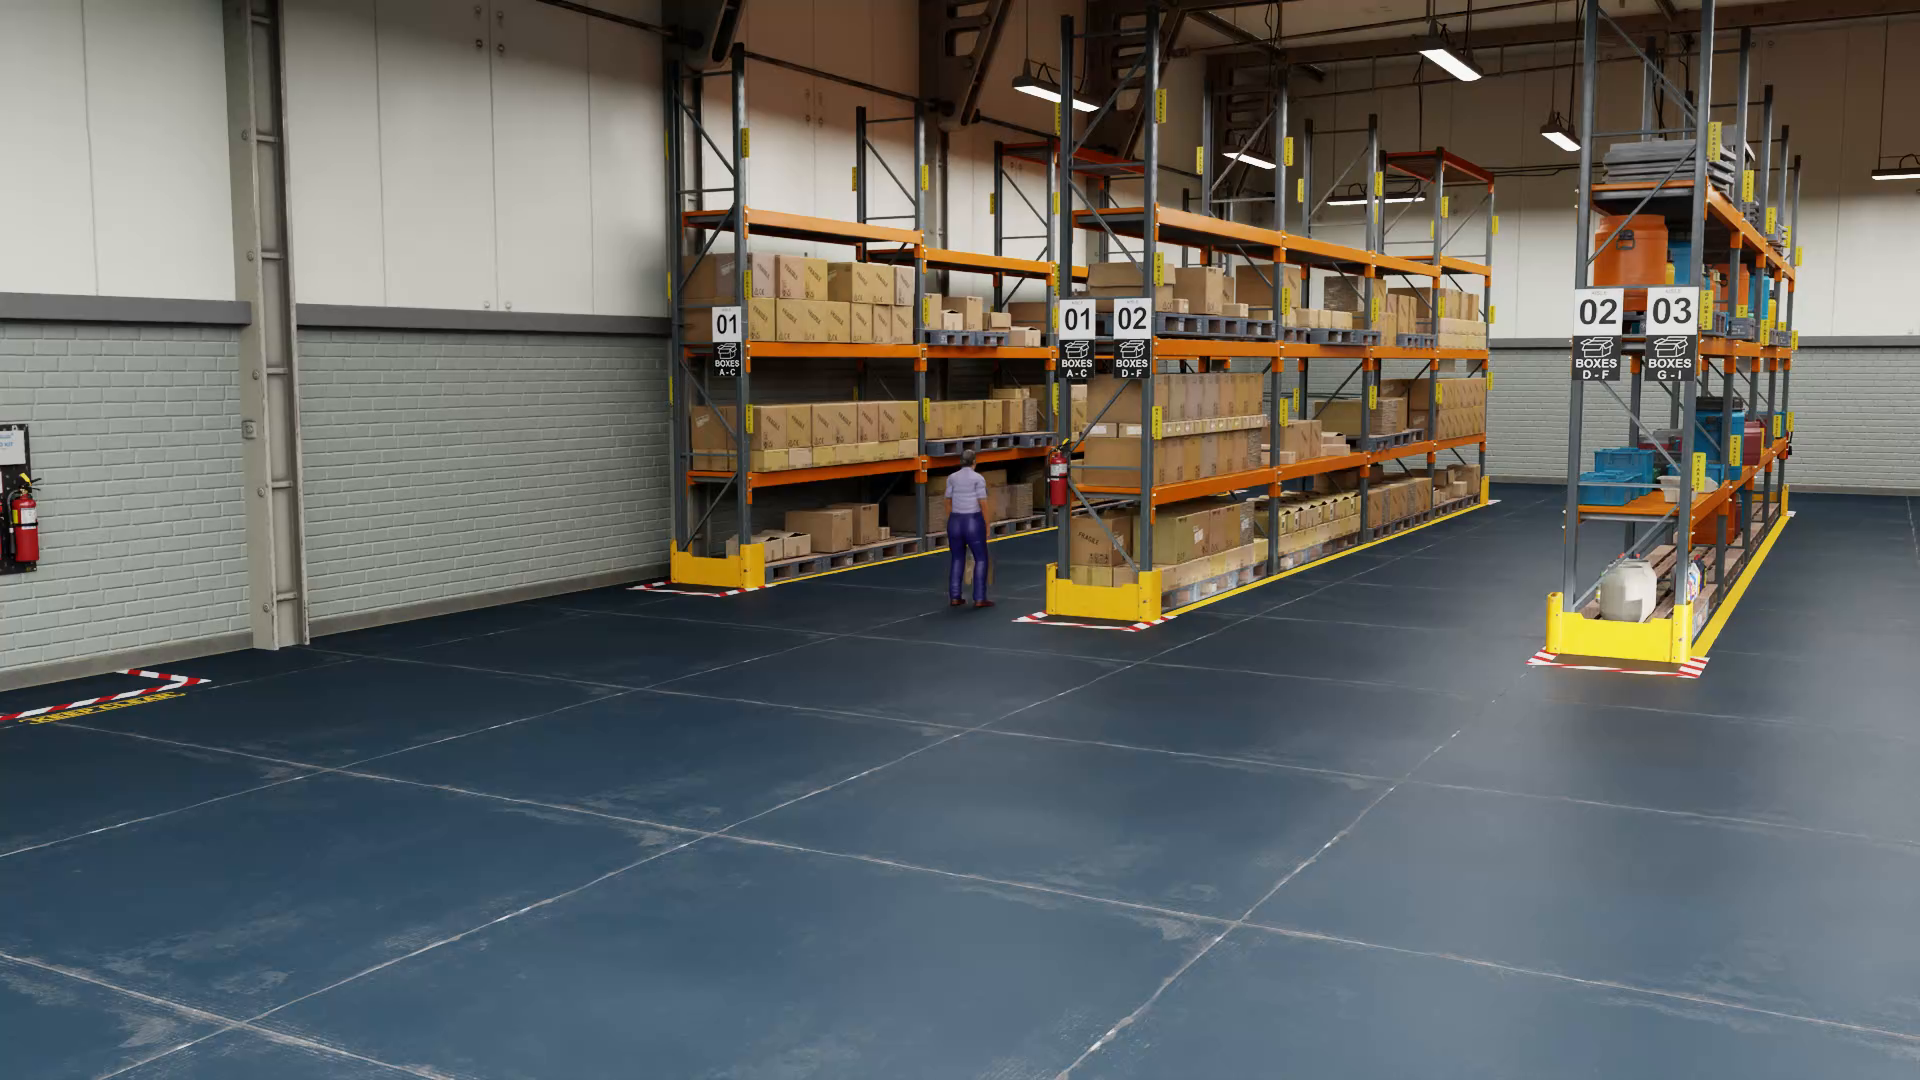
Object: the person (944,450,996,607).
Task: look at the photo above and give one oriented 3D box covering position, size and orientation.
[{"bbox_3d":[0.087,-0.126,17.592,0.532,1.654,0.372,3,7,27],"label":"person"}]
